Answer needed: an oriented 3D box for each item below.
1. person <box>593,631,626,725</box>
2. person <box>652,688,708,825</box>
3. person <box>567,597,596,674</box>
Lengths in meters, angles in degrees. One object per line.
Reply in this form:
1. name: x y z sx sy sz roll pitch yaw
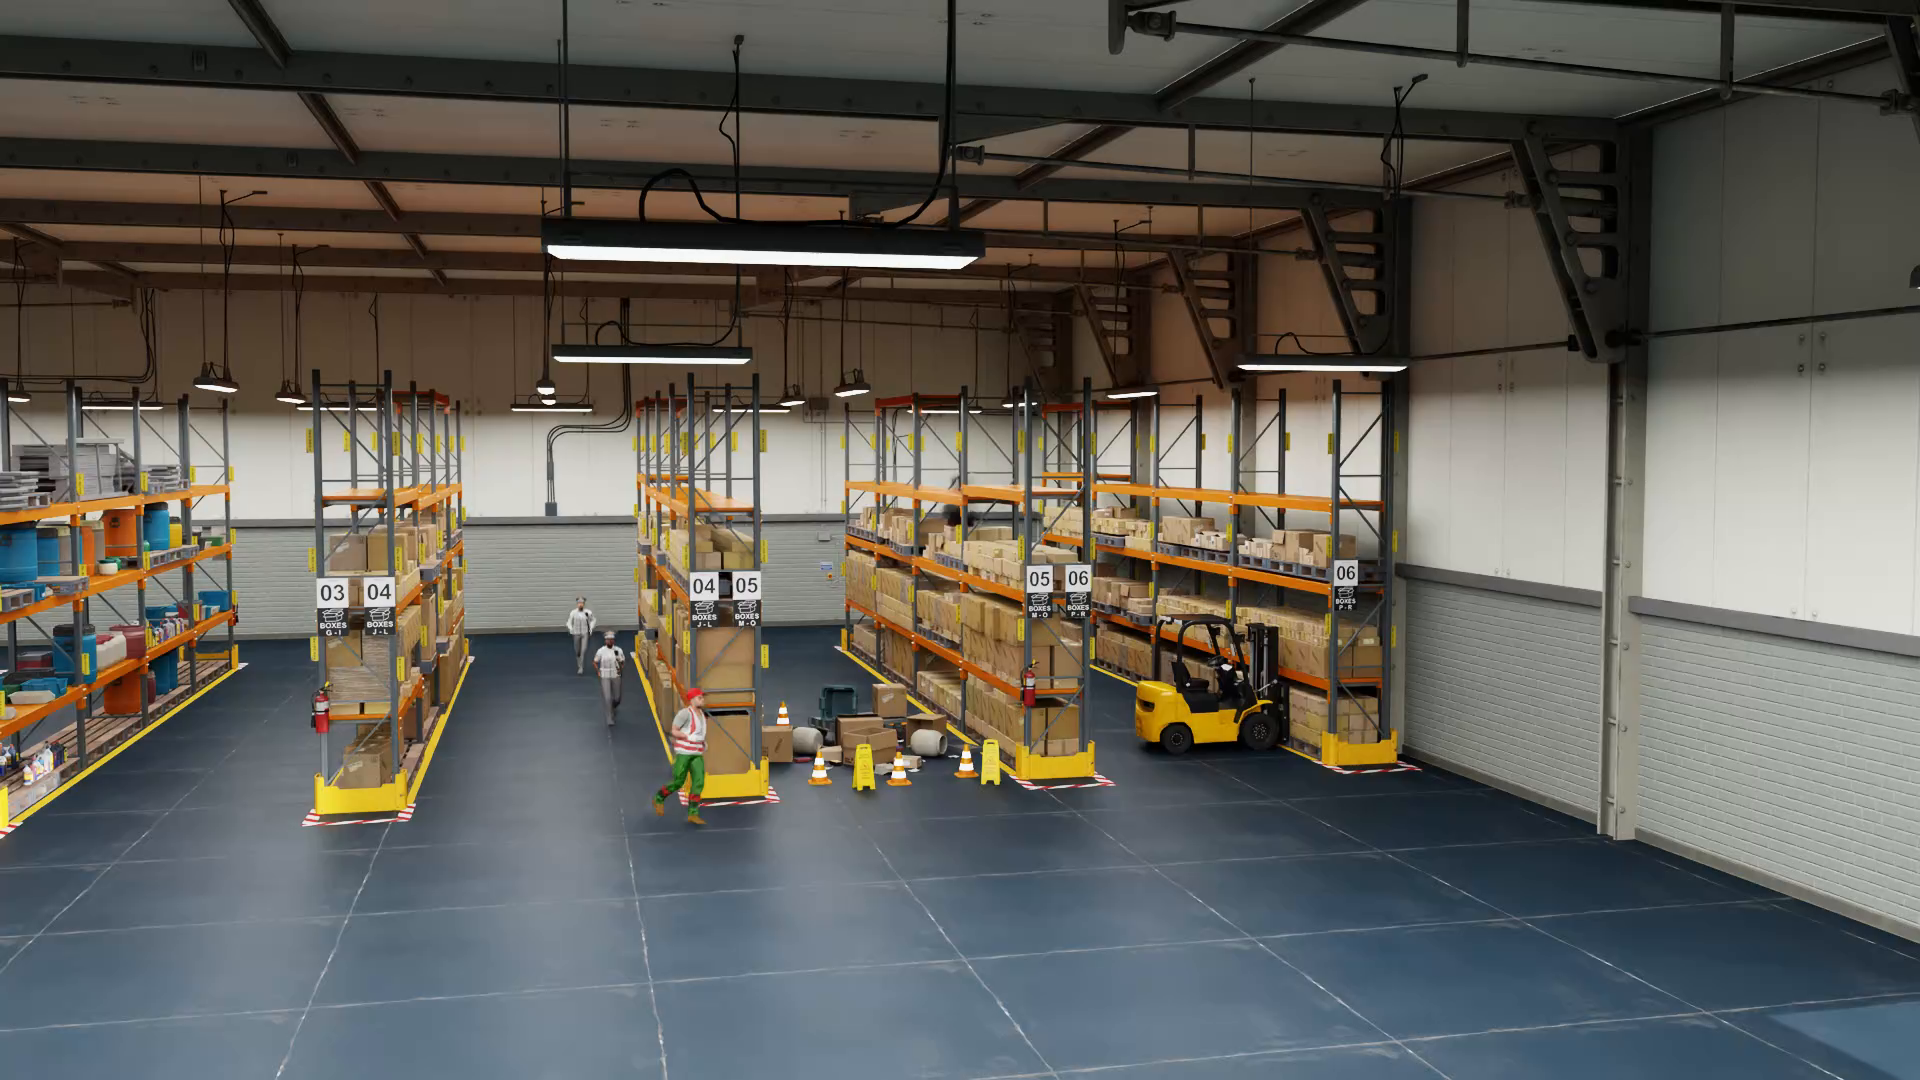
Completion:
1. person: -6.283 2.452 29.795 0.574 1.654 0.658 -1 3 -17
2. person: -3.610 2.843 22.173 0.944 1.755 0.688 2 4 29
3. person: -8.334 2.074 36.639 0.628 1.672 0.747 -1 3 -10
